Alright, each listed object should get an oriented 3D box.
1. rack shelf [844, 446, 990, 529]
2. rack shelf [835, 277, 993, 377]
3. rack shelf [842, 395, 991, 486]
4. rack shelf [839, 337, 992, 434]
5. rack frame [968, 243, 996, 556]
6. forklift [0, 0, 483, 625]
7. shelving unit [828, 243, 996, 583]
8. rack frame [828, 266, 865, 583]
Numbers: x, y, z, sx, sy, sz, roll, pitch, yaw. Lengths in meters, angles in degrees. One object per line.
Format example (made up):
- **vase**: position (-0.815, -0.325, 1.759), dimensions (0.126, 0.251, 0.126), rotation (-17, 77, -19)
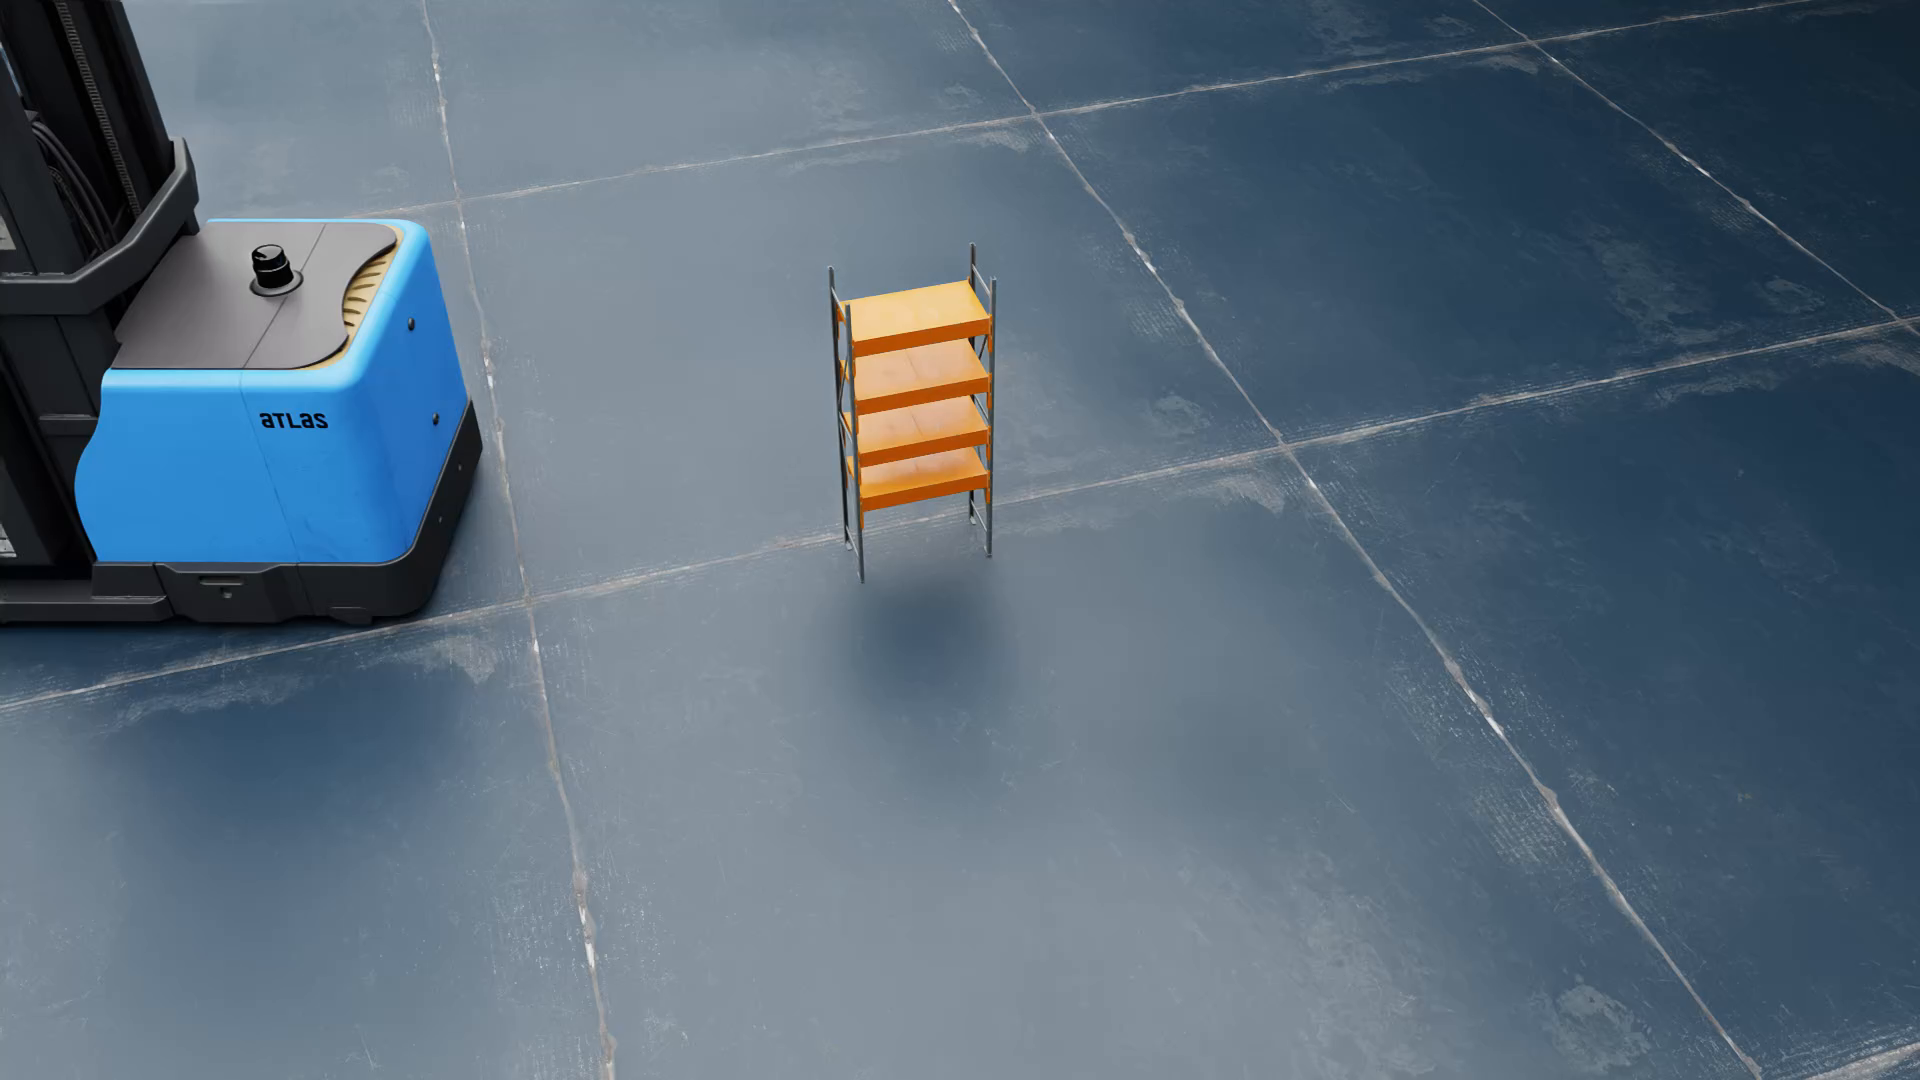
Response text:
- **rack shelf**: position (-0.158, -0.219, 5.993), dimensions (0.480, 0.148, 0.258), rotation (-12, 42, -13)
- **rack shelf**: position (-0.158, -0.715, 5.559), dimensions (0.480, 0.148, 0.258), rotation (-12, 42, -13)
- **rack shelf**: position (-0.158, -0.368, 5.862), dimensions (0.480, 0.148, 0.258), rotation (-12, 42, -13)
- **rack shelf**: position (-0.158, -0.537, 5.715), dimensions (0.480, 0.148, 0.258), rotation (-12, 42, -13)
- **rack frame**: position (0.075, -0.467, 5.873), dimensions (0.015, 1.200, 0.240), rotation (-12, 42, -13)
- **forklift**: position (-3.397, -1.134, 5.321), dimensions (3.031, 2.935, 1.130), rotation (0, 41, 0)
- **shelving unit**: position (-0.158, -0.419, 5.818), dimensions (0.503, 1.200, 0.258), rotation (-12, 42, -13)
- **rack frame**: position (-0.391, -0.371, 5.763), dimensions (0.015, 1.200, 0.240), rotation (-12, 42, -13)
